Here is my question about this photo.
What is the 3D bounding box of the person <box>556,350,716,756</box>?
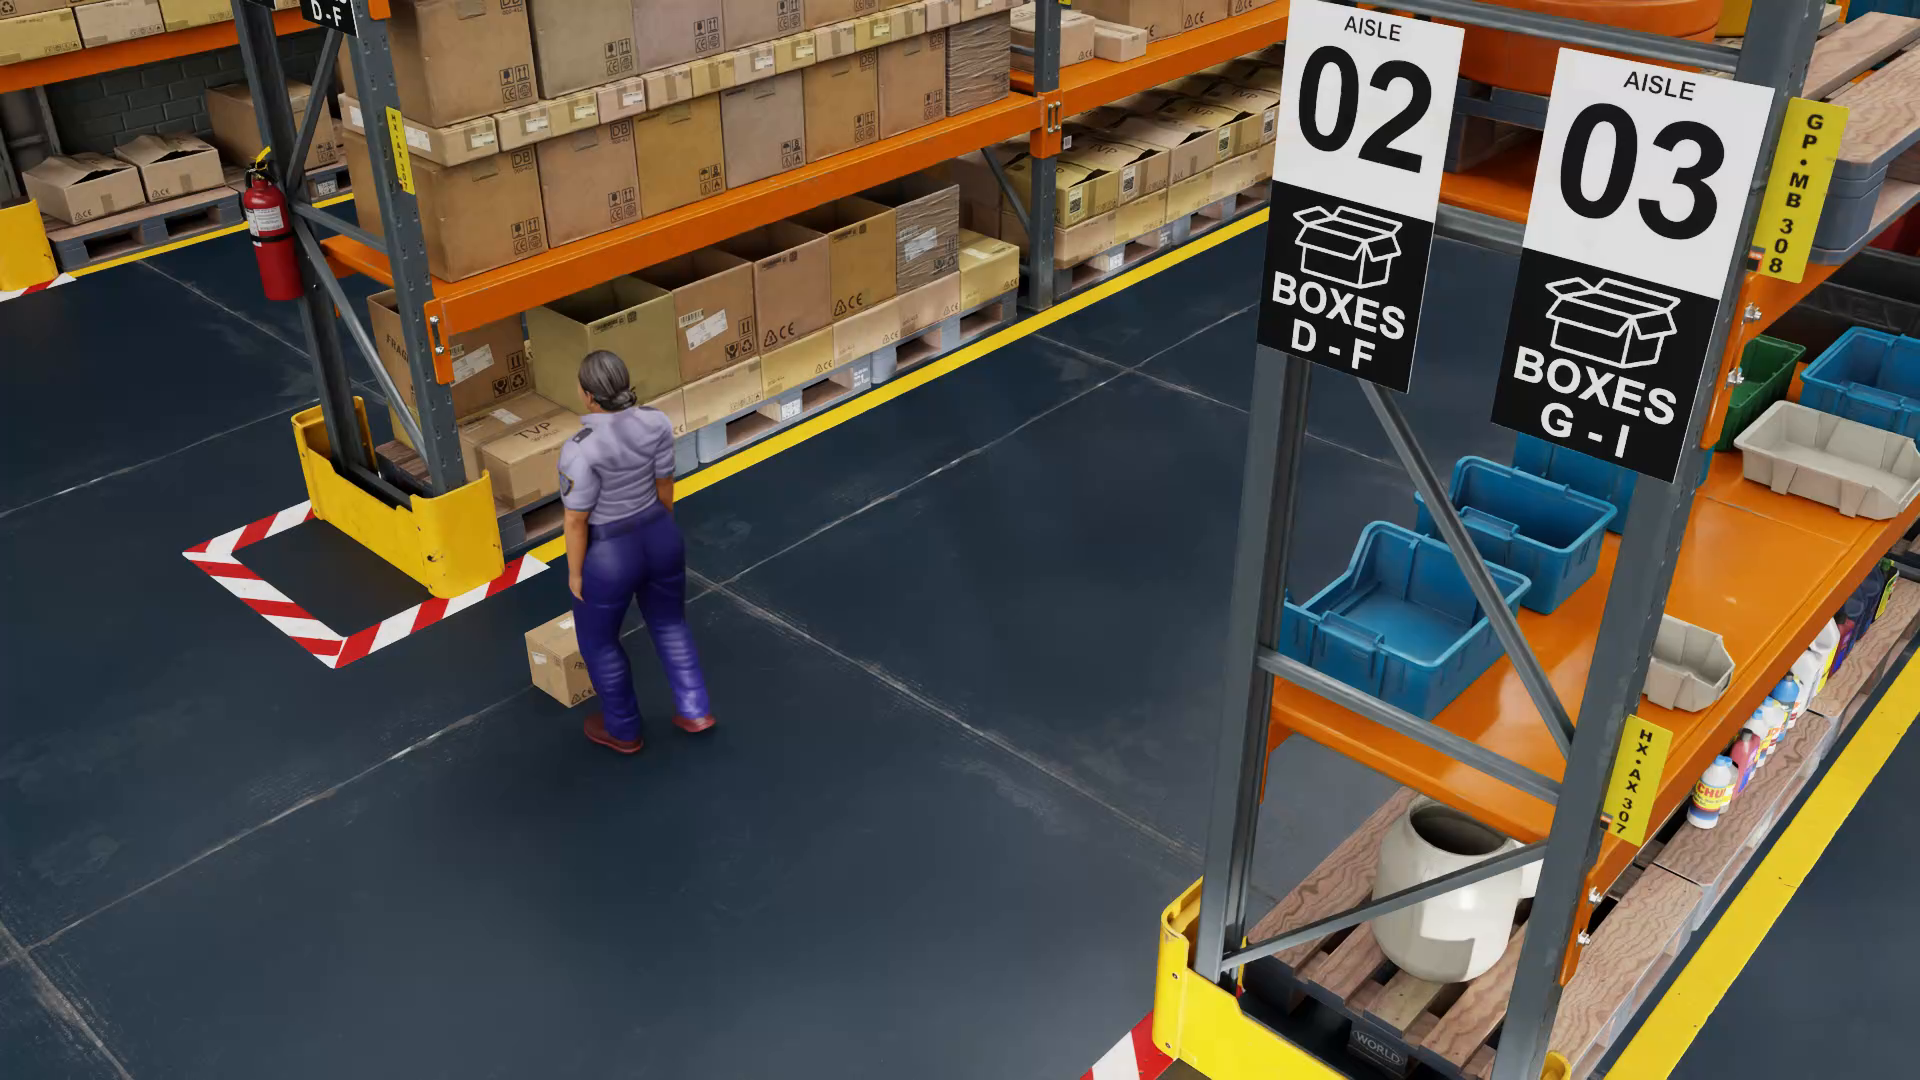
[{"bbox_3d":[-1.230,0.085,6.088,0.408,1.716,0.469,26,40,36],"label":"person"}]
